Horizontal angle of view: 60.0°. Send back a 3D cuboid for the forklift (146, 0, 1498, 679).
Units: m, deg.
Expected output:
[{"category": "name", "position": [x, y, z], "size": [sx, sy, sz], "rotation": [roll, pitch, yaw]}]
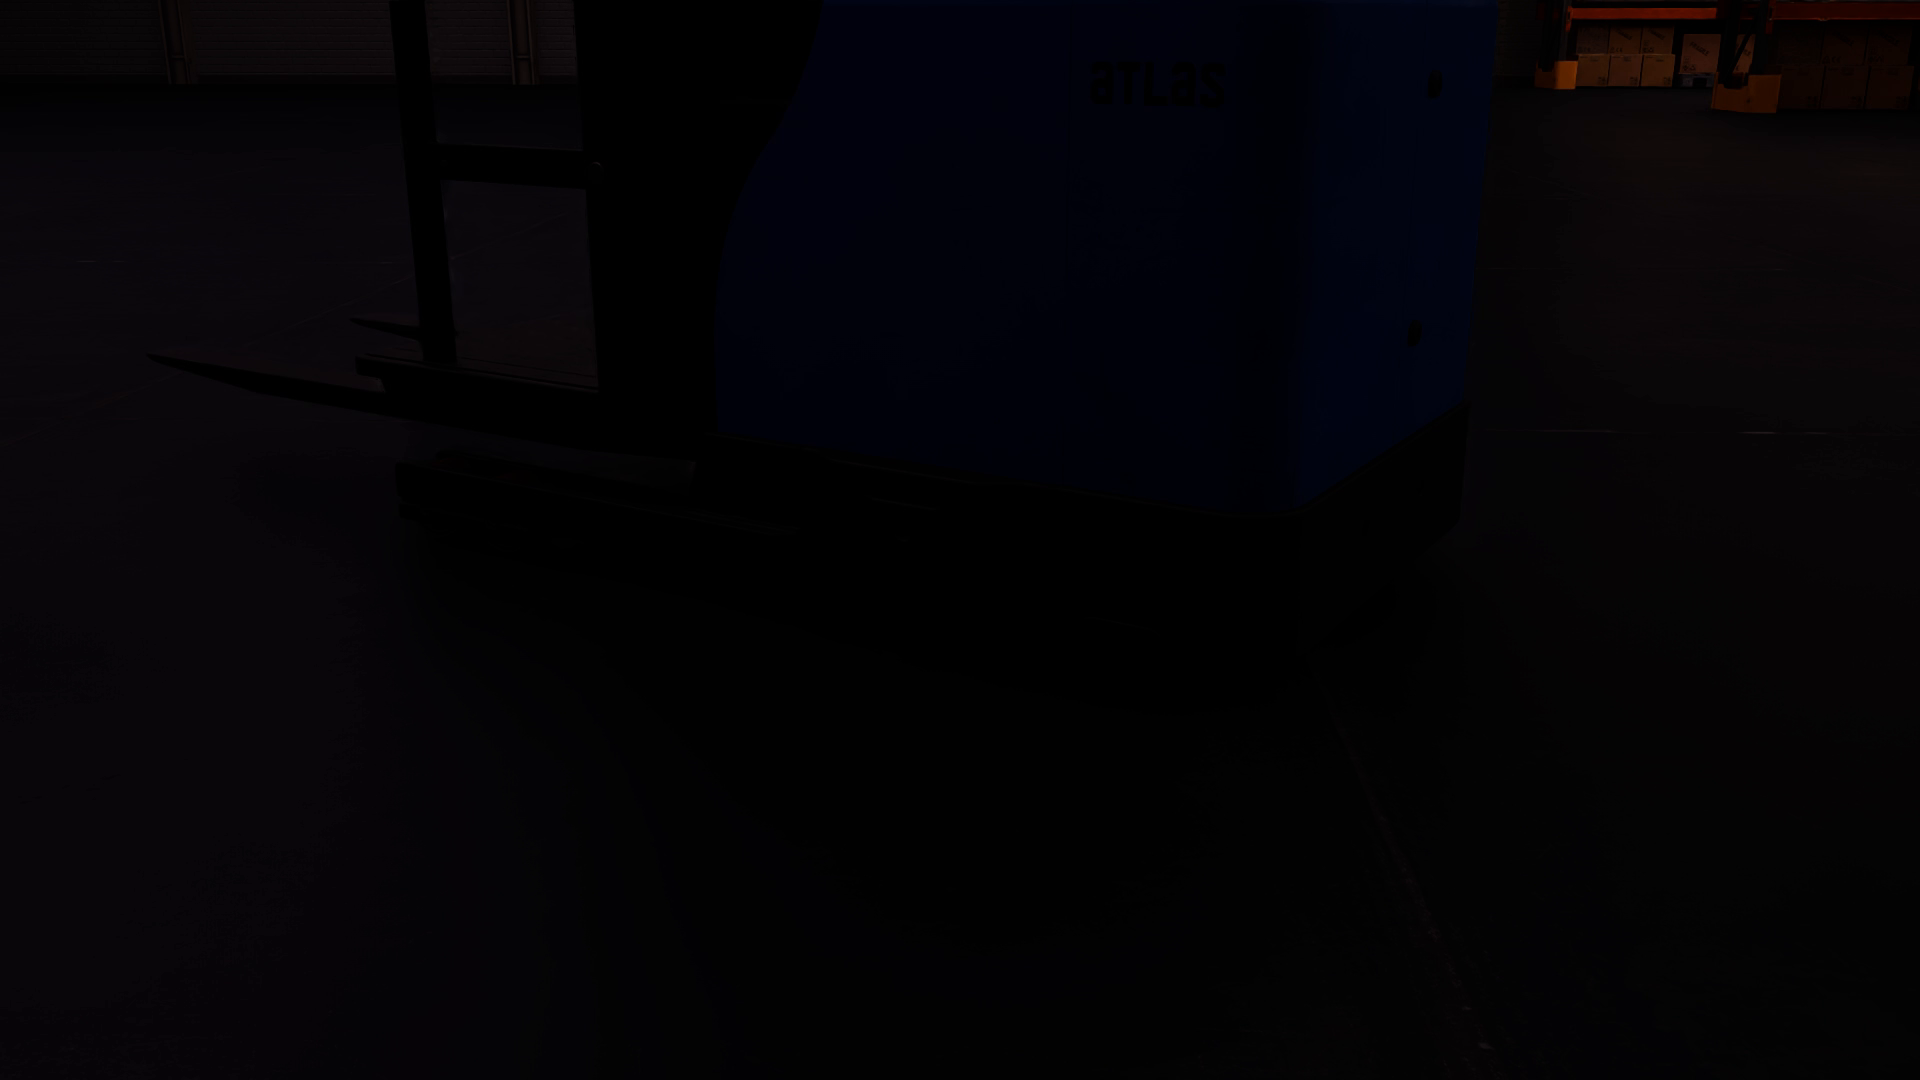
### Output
[{"category": "forklift", "position": [-0.544, -1.493, 3.236], "size": [3.031, 2.935, 1.130], "rotation": [10, 20, 30]}]
